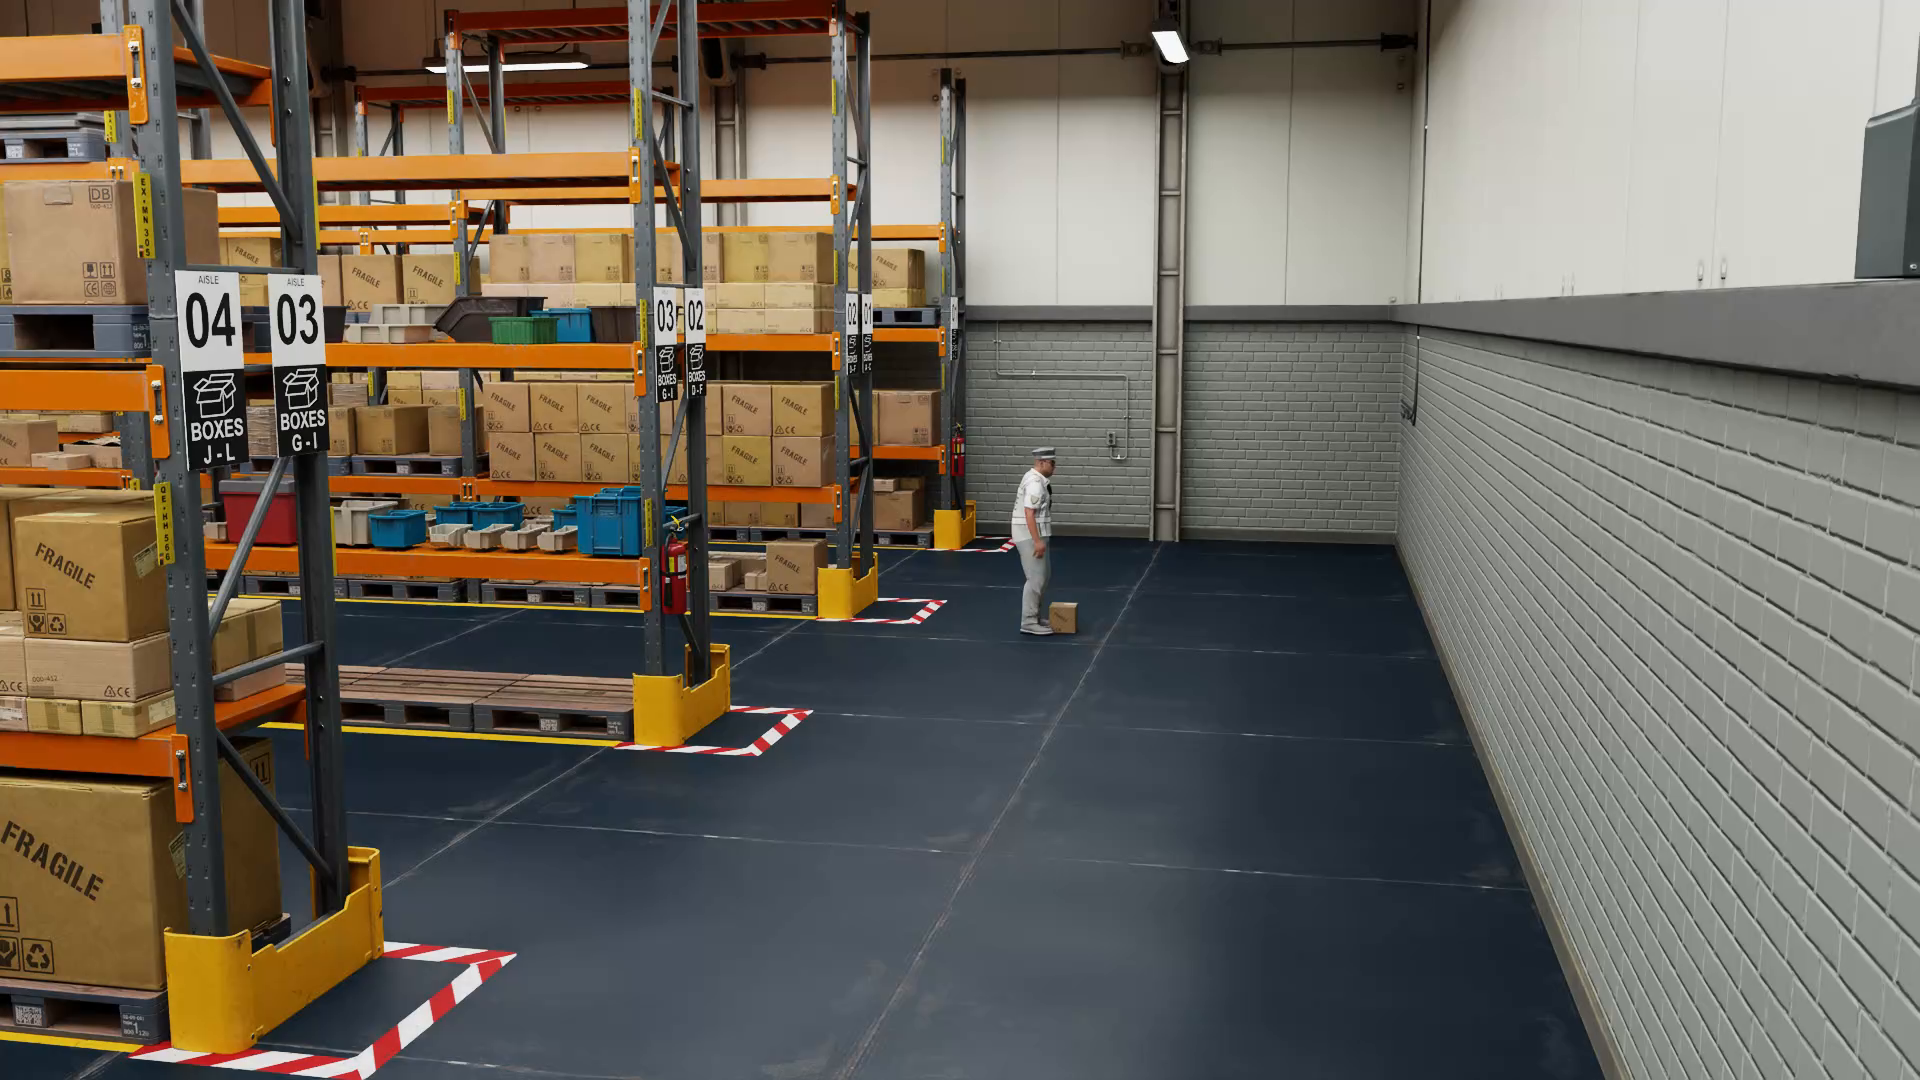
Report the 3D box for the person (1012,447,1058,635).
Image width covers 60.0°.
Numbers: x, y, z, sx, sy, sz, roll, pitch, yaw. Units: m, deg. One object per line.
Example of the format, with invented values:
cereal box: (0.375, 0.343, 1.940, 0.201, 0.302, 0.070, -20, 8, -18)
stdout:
person: (0.712, -0.008, 15.837, 0.427, 1.750, 0.603, 1, 8, 9)
